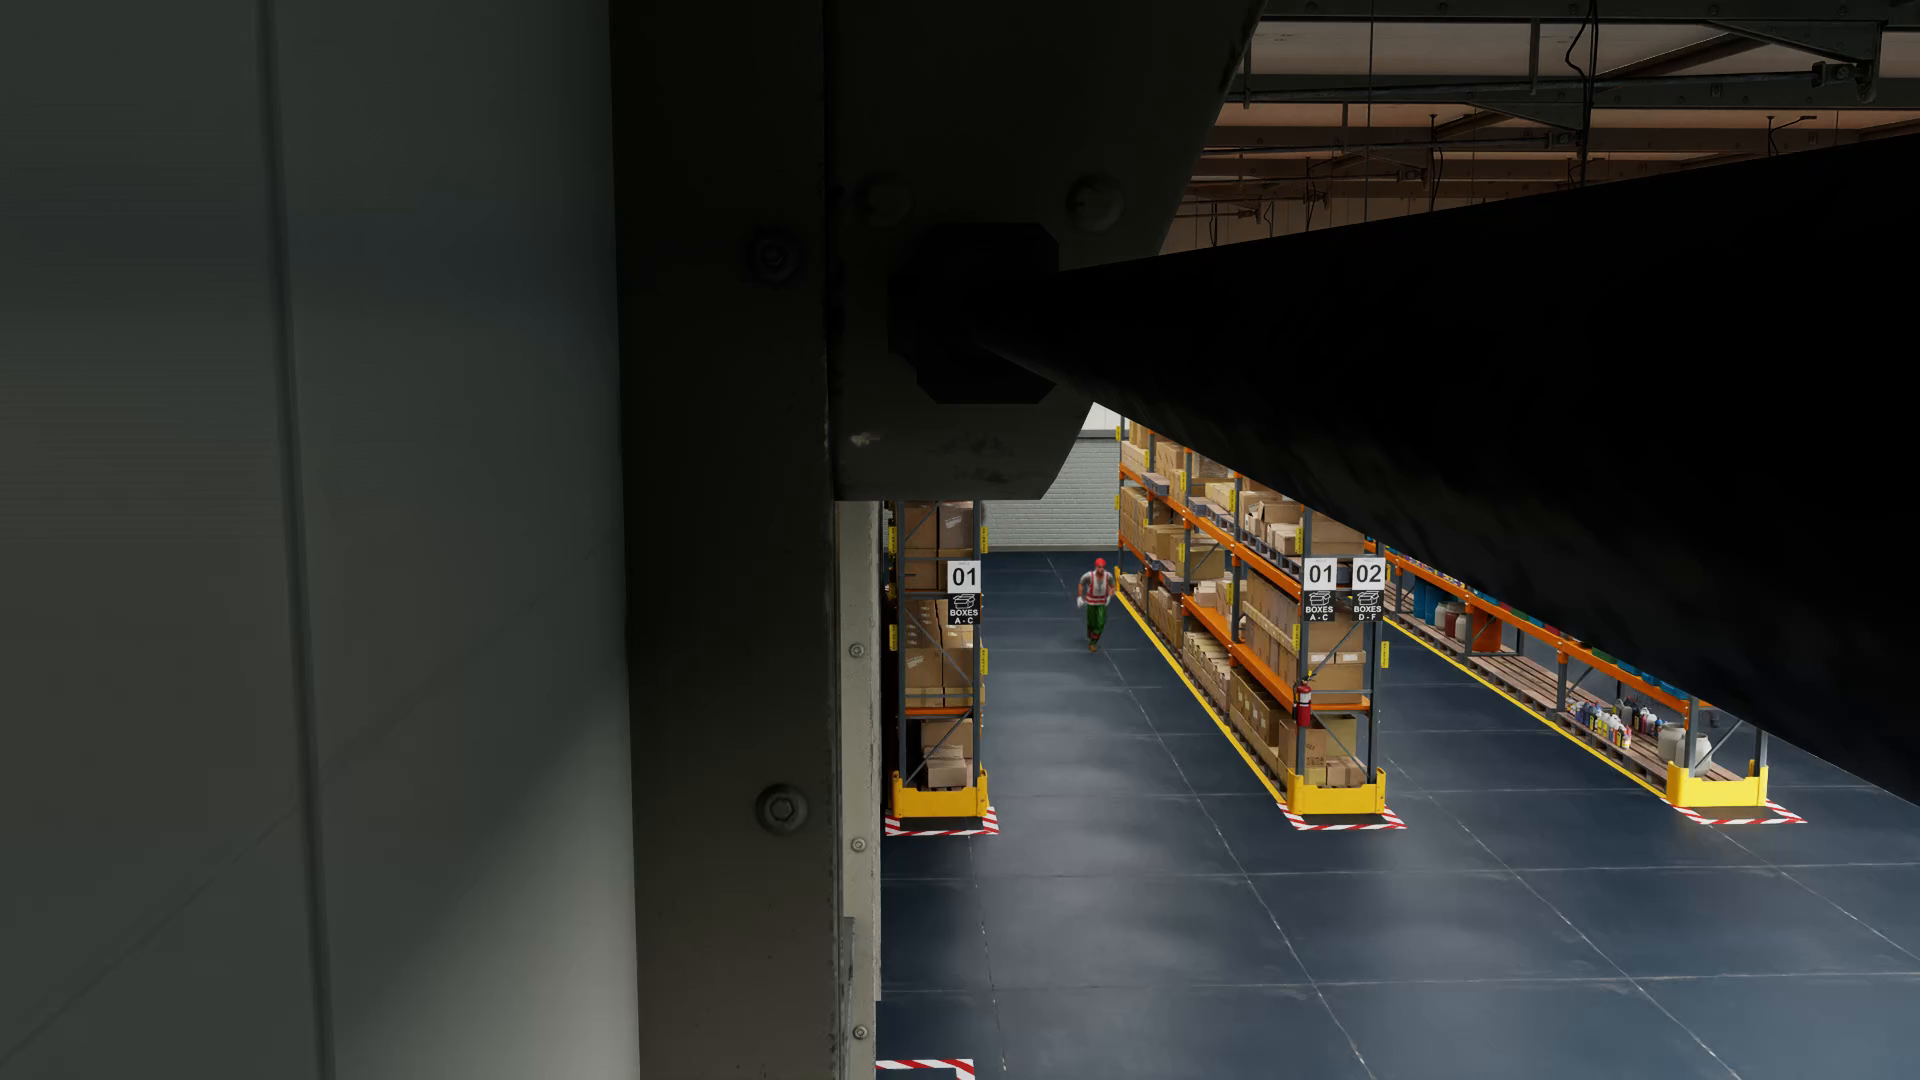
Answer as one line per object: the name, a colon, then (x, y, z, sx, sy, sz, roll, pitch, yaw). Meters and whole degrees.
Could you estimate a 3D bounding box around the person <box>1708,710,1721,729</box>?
person: (11.253, 2.014, 24.839, 0.655, 1.547, 1.014, -1, 8, -9)

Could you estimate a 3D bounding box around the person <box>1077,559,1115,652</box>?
person: (2.467, 1.154, 30.162, 0.659, 1.715, 0.705, -2, 8, -14)
